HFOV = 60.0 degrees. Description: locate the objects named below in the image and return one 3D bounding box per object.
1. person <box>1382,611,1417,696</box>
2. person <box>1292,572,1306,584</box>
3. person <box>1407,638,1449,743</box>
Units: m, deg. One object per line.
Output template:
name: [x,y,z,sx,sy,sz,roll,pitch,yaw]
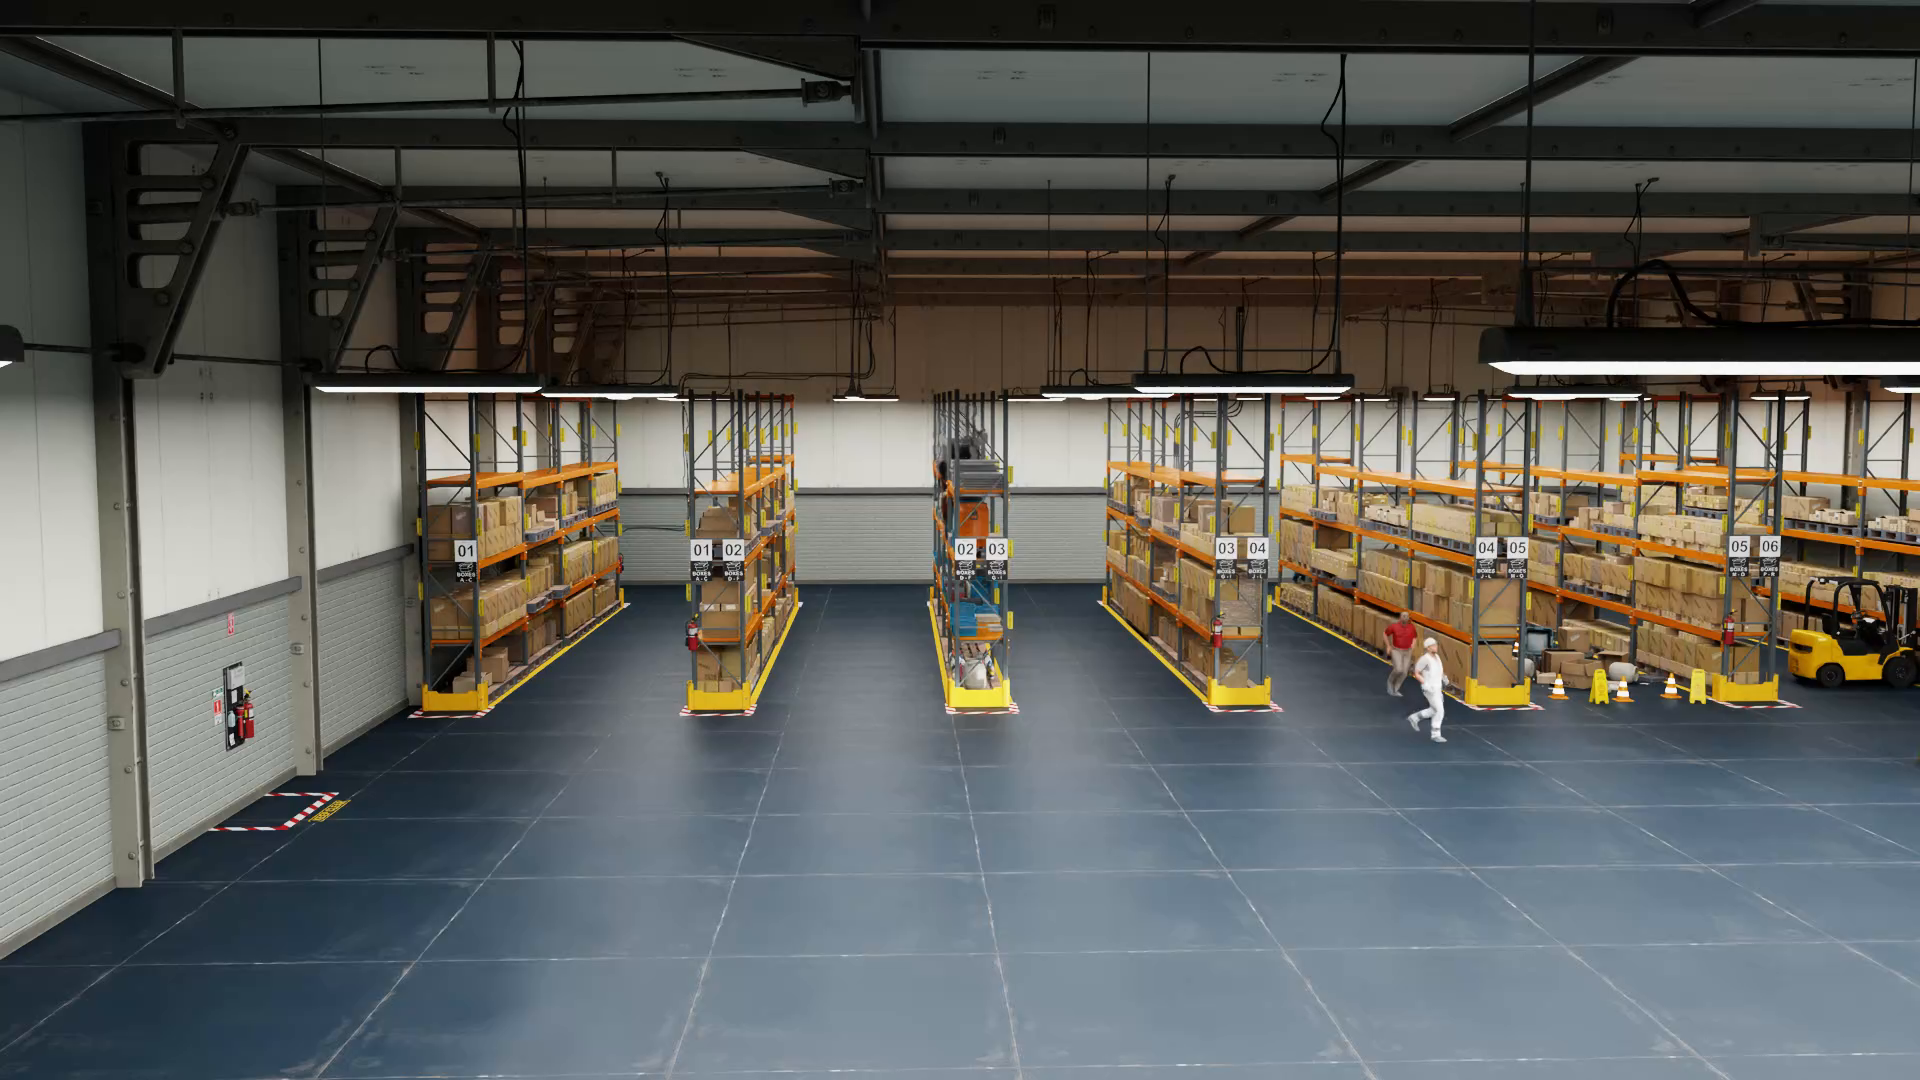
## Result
person: [8.652,2.232,32.556,0.621,1.672,0.610,-1,5,-8]
person: [10.019,0.937,49.016,0.749,1.598,0.597,3,6,36]
person: [7.989,2.541,28.357,0.722,1.768,0.650,4,6,40]
